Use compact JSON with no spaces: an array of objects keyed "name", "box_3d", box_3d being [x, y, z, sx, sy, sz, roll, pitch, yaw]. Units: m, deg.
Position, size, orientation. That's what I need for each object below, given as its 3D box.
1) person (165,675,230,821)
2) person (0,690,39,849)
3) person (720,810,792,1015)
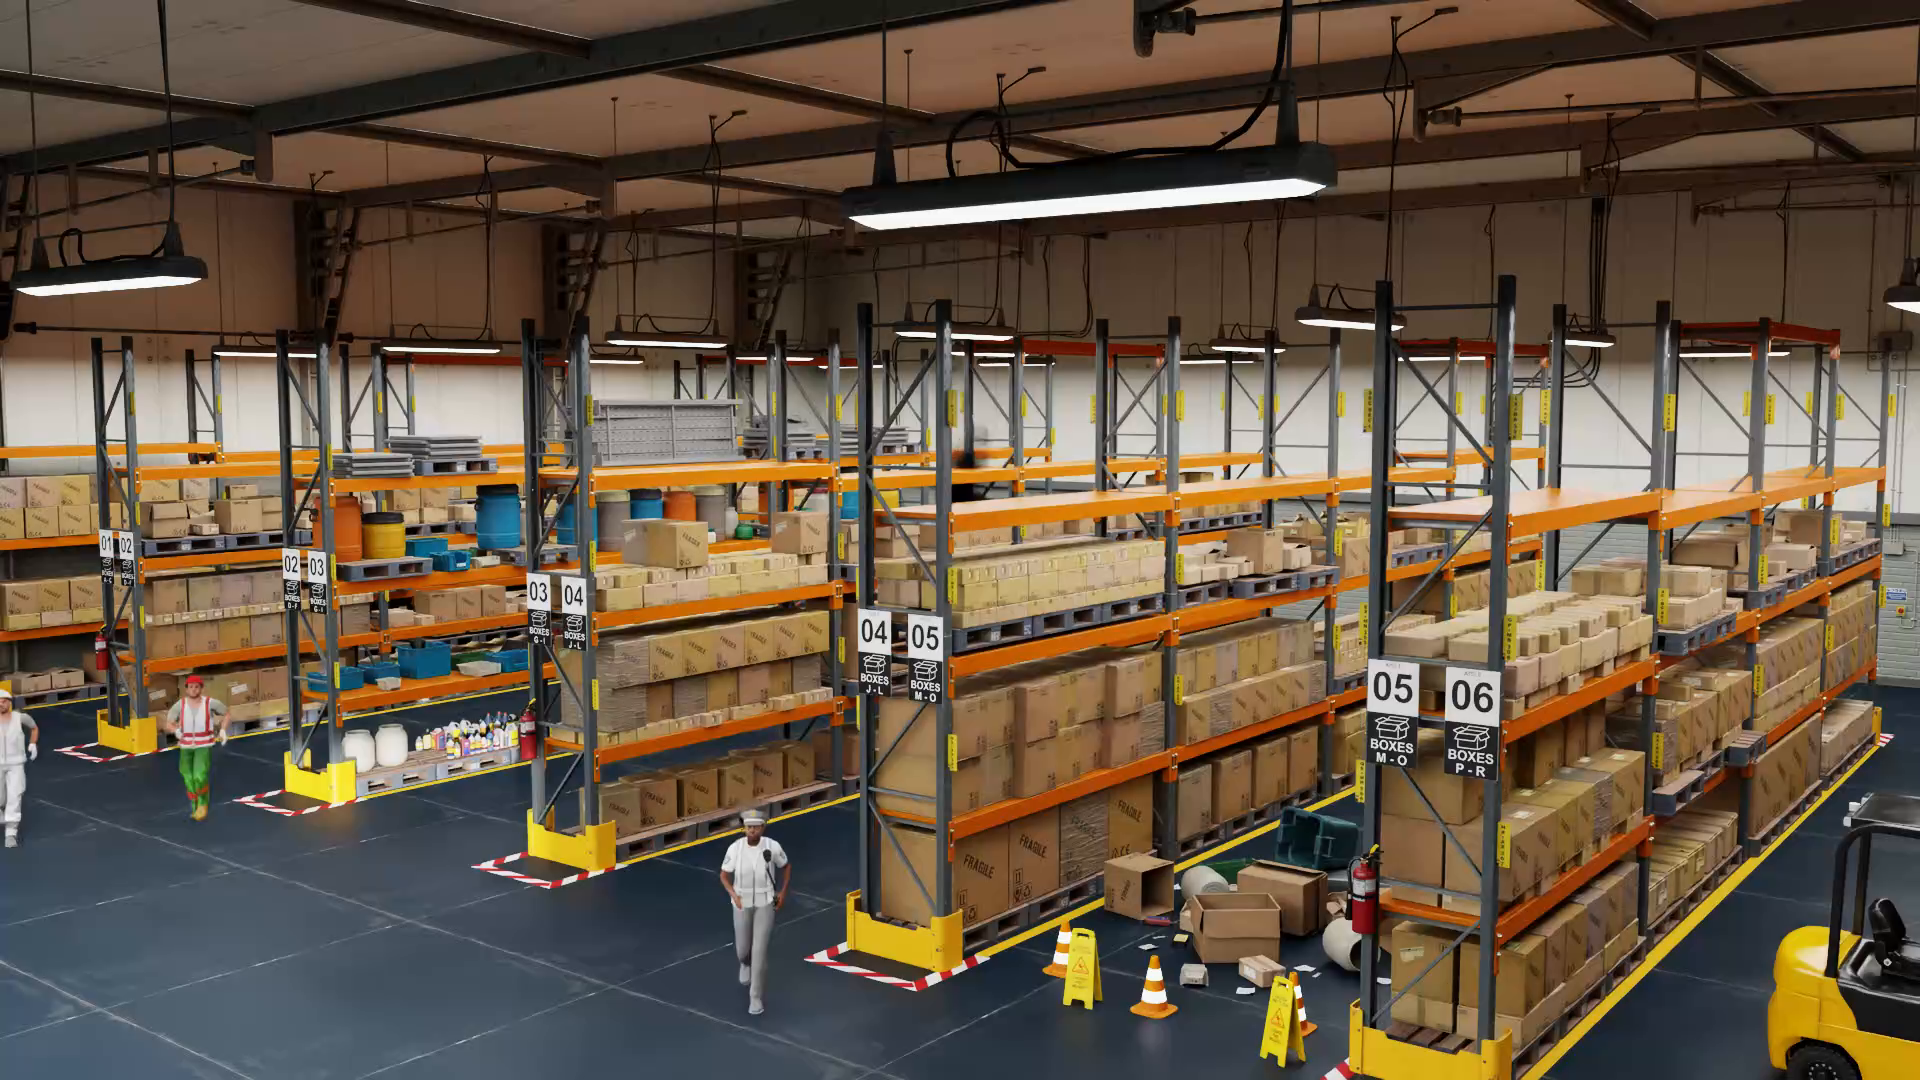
[{"name":"person","box_3d":[-9.258,2.520,20.145,0.678,1.762,0.650,-1,5,-10]},{"name":"person","box_3d":[-11.039,2.612,19.267,0.667,1.776,0.962,-3,6,-28]},{"name":"person","box_3d":[-1.738,3.106,14.185,0.603,1.691,0.731,0,5,-4]}]
